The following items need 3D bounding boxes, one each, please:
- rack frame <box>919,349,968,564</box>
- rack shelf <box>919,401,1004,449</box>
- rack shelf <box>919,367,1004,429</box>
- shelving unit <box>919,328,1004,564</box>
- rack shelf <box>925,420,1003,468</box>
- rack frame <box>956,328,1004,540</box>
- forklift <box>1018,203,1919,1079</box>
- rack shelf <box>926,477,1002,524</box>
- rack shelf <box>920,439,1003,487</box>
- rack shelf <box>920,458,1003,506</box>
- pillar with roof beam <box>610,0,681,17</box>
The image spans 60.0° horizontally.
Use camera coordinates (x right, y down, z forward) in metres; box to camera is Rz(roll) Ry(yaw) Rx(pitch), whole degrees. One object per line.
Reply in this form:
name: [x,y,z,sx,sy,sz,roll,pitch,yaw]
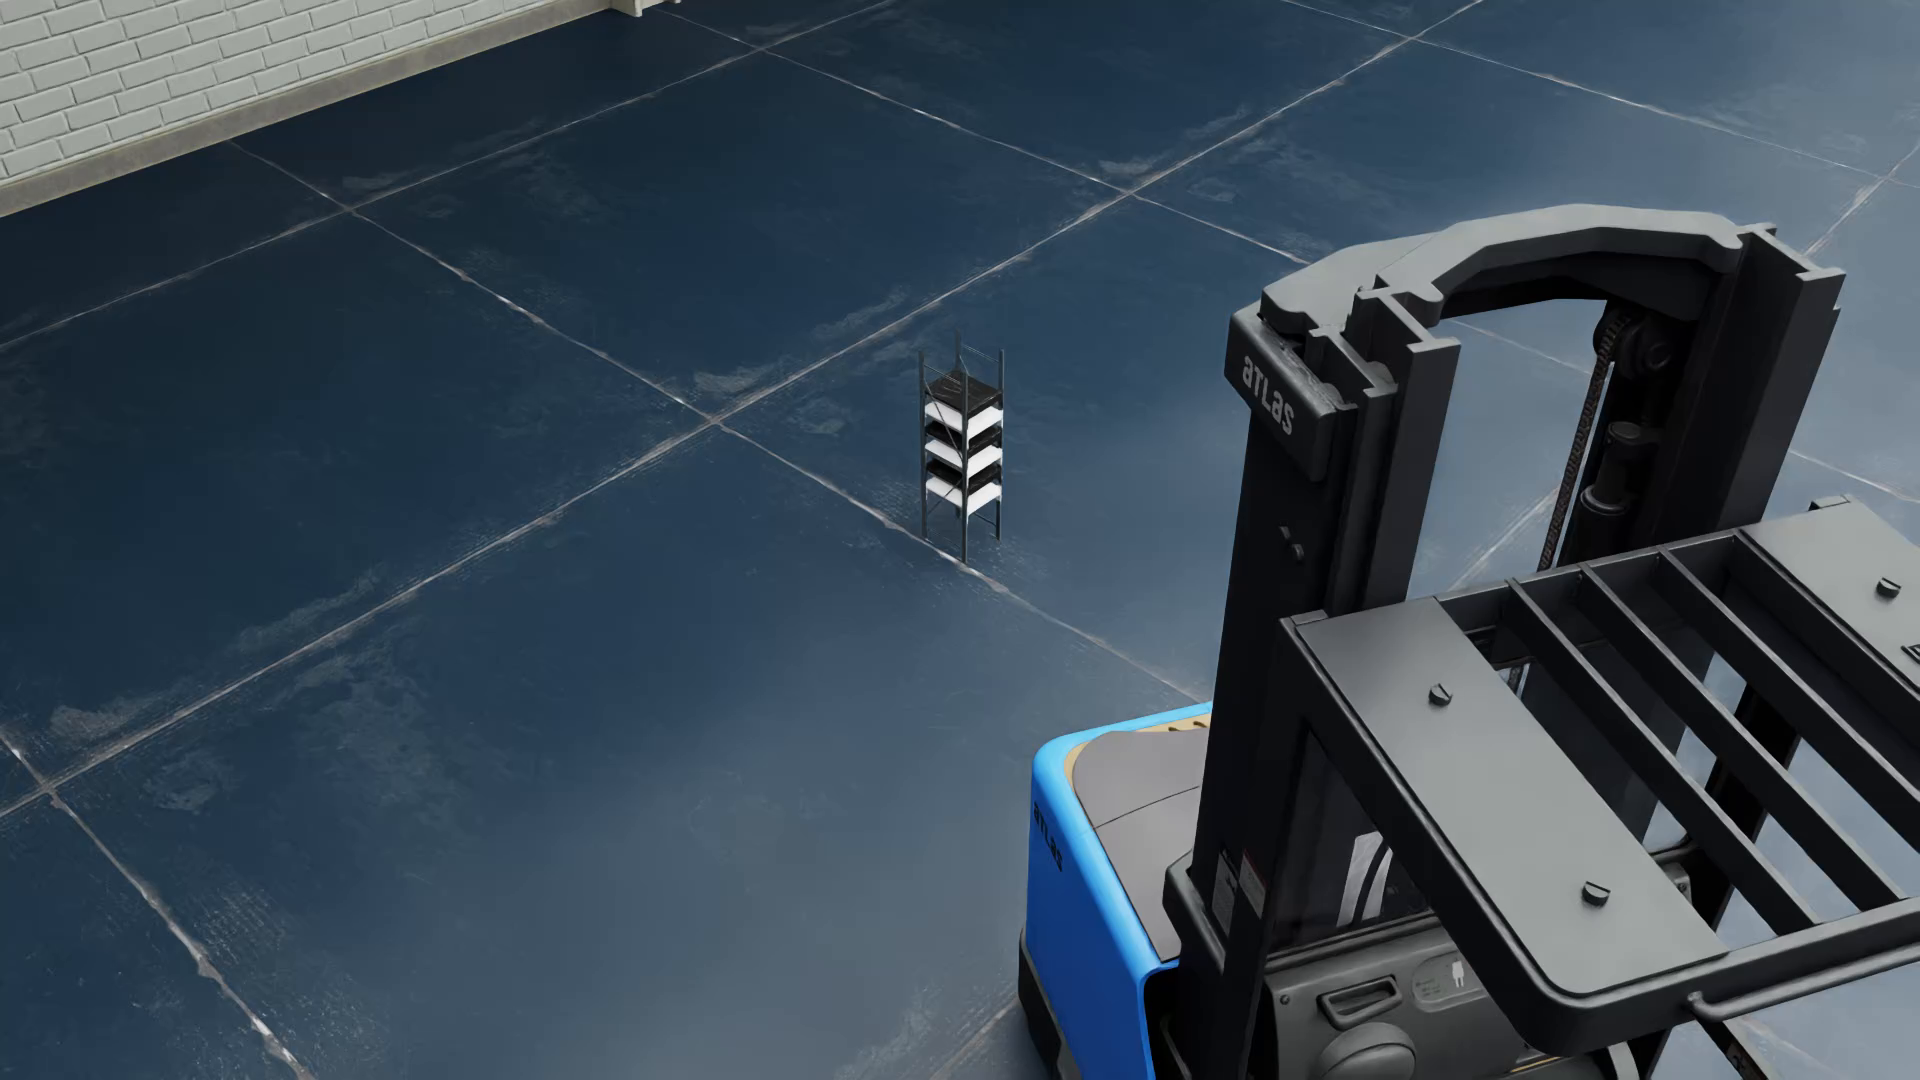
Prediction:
rack frame: [-0.063,-0.309,6.416,0.240,0.900,0.006,30,47,32]
rack shelf: [0.005,-0.471,6.383,0.258,0.077,0.200,30,47,32]
rack shelf: [0.005,-0.541,6.327,0.258,0.077,0.200,30,47,32]
shelving unit: [0.005,-0.356,6.475,0.258,0.900,0.210,30,47,32]
rack shelf: [0.005,-0.400,6.439,0.258,0.077,0.200,30,47,32]
rack frame: [0.074,-0.403,6.533,0.240,0.900,0.006,30,47,32]
forklift: [1.106,1.005,3.131,1.130,2.935,3.031,-11,40,-14]
rack shelf: [0.005,-0.189,6.607,0.258,0.077,0.200,30,47,32]
rack shelf: [0.005,-0.330,6.495,0.258,0.077,0.200,30,47,32]
rack shelf: [0.005,-0.259,6.551,0.258,0.077,0.200,30,47,32]
pillar with roof beam: [1.025,-5.377,6.282,9.100,9.000,0.400,30,47,32]
